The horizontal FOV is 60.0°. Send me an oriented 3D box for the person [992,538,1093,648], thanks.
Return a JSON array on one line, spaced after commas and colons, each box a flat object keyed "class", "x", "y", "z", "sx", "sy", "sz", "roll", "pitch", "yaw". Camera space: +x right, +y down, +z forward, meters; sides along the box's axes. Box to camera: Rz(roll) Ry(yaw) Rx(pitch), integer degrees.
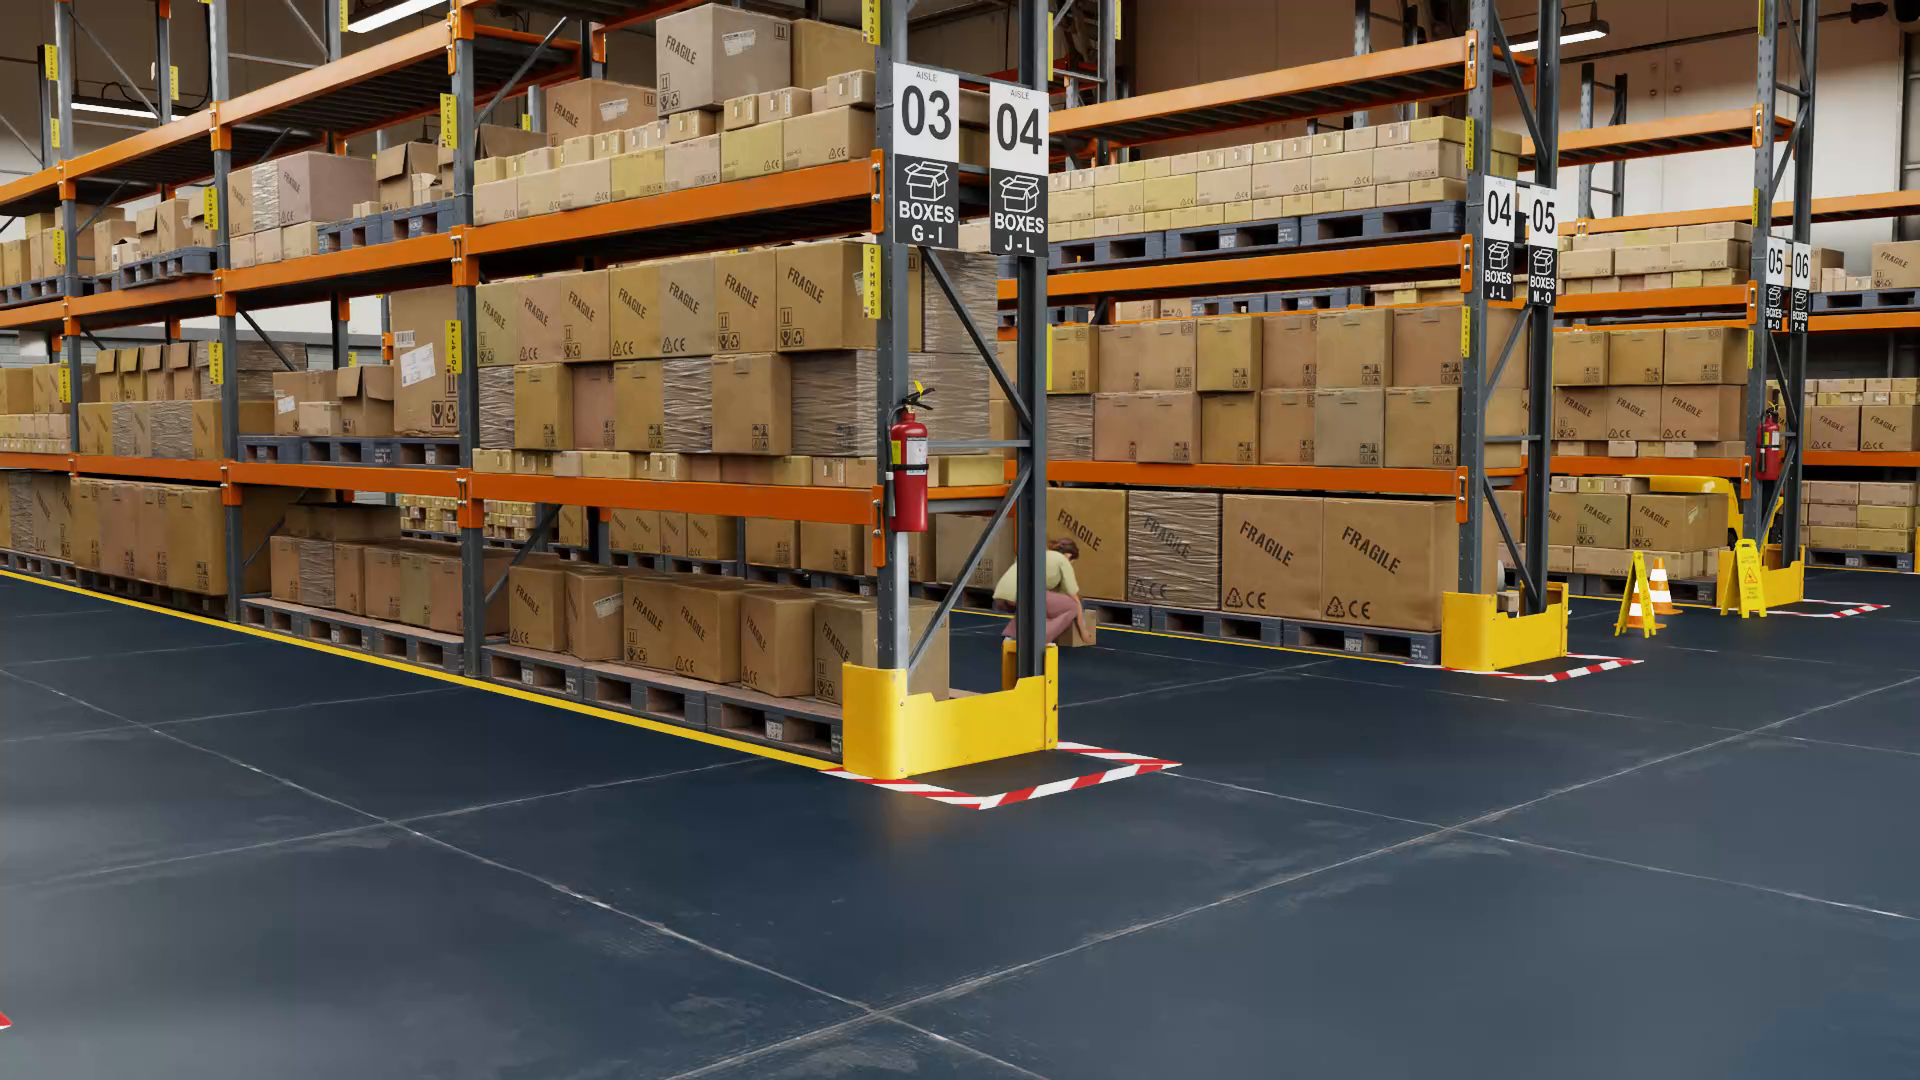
[{"class": "person", "x": 0.581, "y": 0.395, "z": 11.875, "sx": 0.810, "sy": 0.800, "sz": 0.477, "roll": -4, "pitch": 6, "yaw": -44}]
